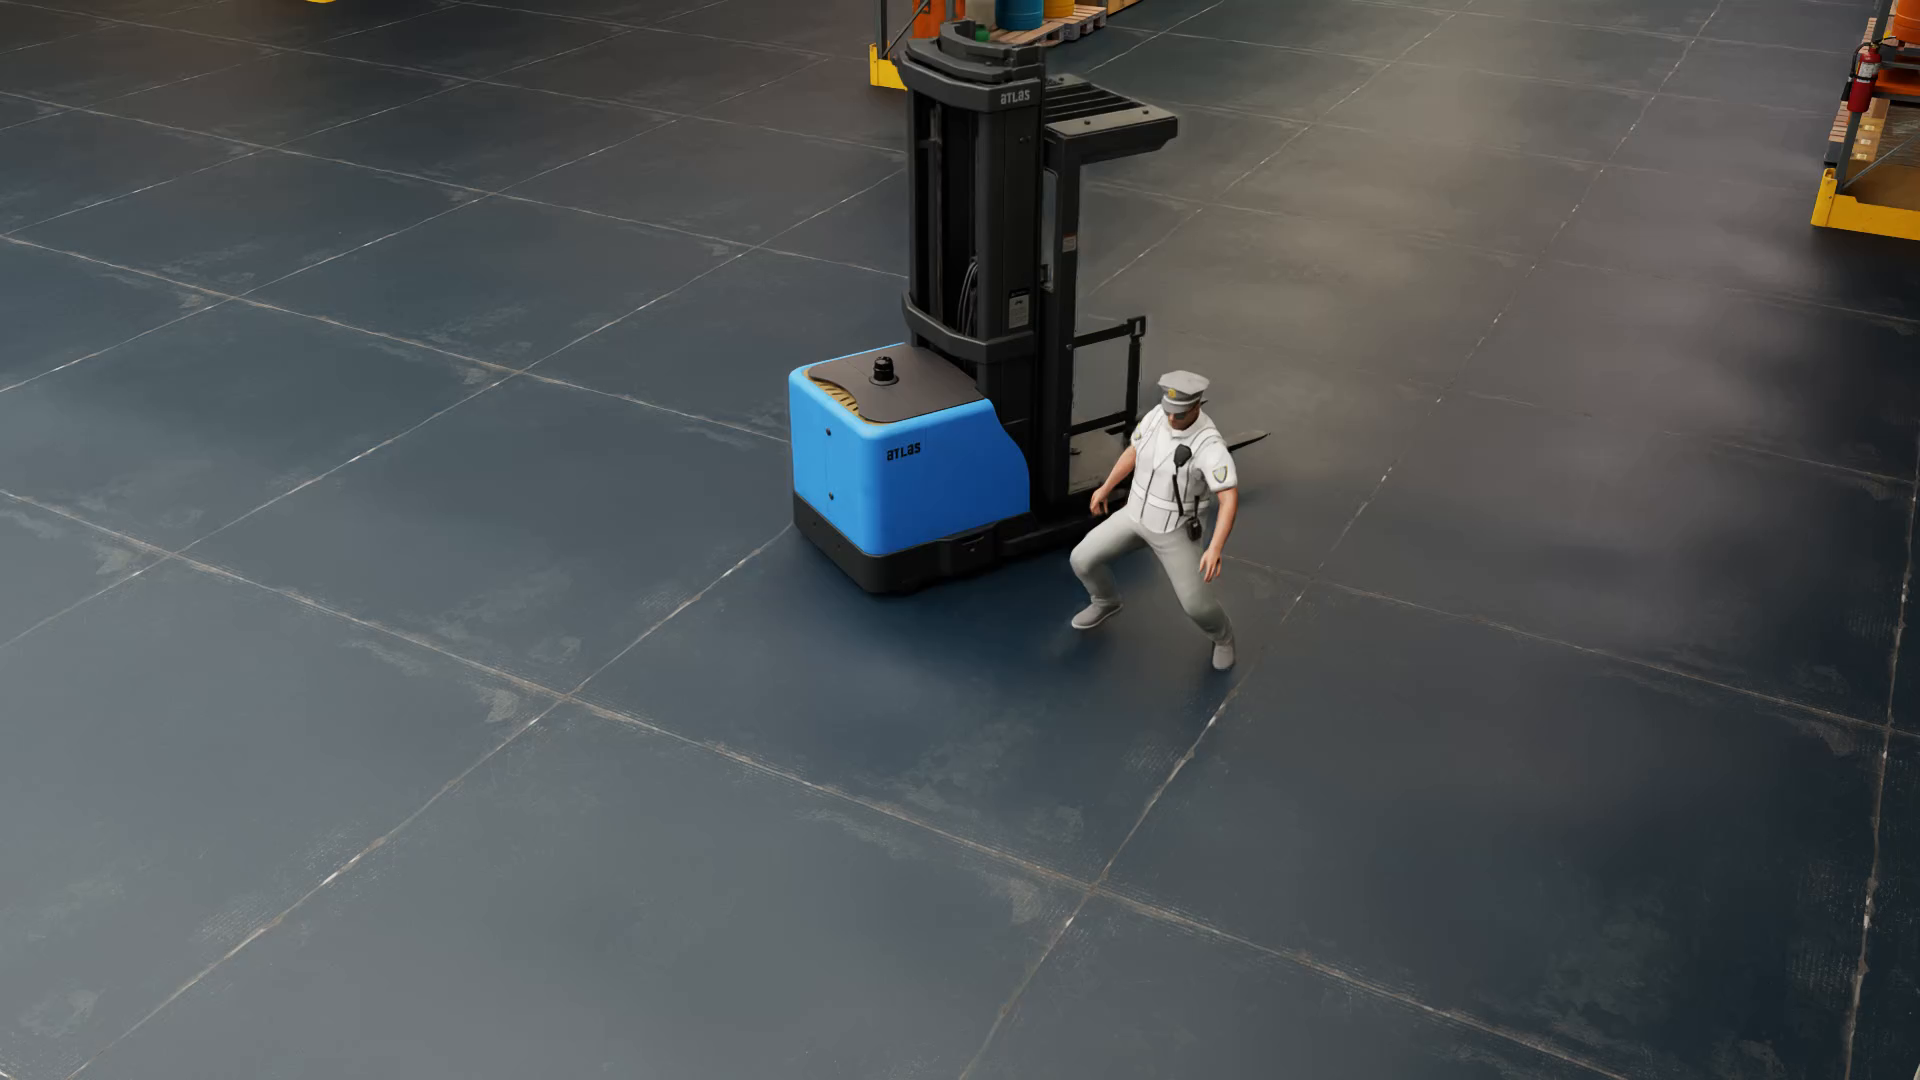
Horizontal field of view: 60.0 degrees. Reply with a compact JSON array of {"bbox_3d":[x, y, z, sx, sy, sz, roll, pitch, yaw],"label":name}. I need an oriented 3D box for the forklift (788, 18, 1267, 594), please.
[{"bbox_3d":[0.523,-1.506,9.680,3.031,2.935,1.130,-17,34,-27],"label":"forklift"}]

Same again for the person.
[{"bbox_3d":[1.084,-0.102,8.600,0.676,1.628,0.972,-24,38,-35],"label":"person"}]
